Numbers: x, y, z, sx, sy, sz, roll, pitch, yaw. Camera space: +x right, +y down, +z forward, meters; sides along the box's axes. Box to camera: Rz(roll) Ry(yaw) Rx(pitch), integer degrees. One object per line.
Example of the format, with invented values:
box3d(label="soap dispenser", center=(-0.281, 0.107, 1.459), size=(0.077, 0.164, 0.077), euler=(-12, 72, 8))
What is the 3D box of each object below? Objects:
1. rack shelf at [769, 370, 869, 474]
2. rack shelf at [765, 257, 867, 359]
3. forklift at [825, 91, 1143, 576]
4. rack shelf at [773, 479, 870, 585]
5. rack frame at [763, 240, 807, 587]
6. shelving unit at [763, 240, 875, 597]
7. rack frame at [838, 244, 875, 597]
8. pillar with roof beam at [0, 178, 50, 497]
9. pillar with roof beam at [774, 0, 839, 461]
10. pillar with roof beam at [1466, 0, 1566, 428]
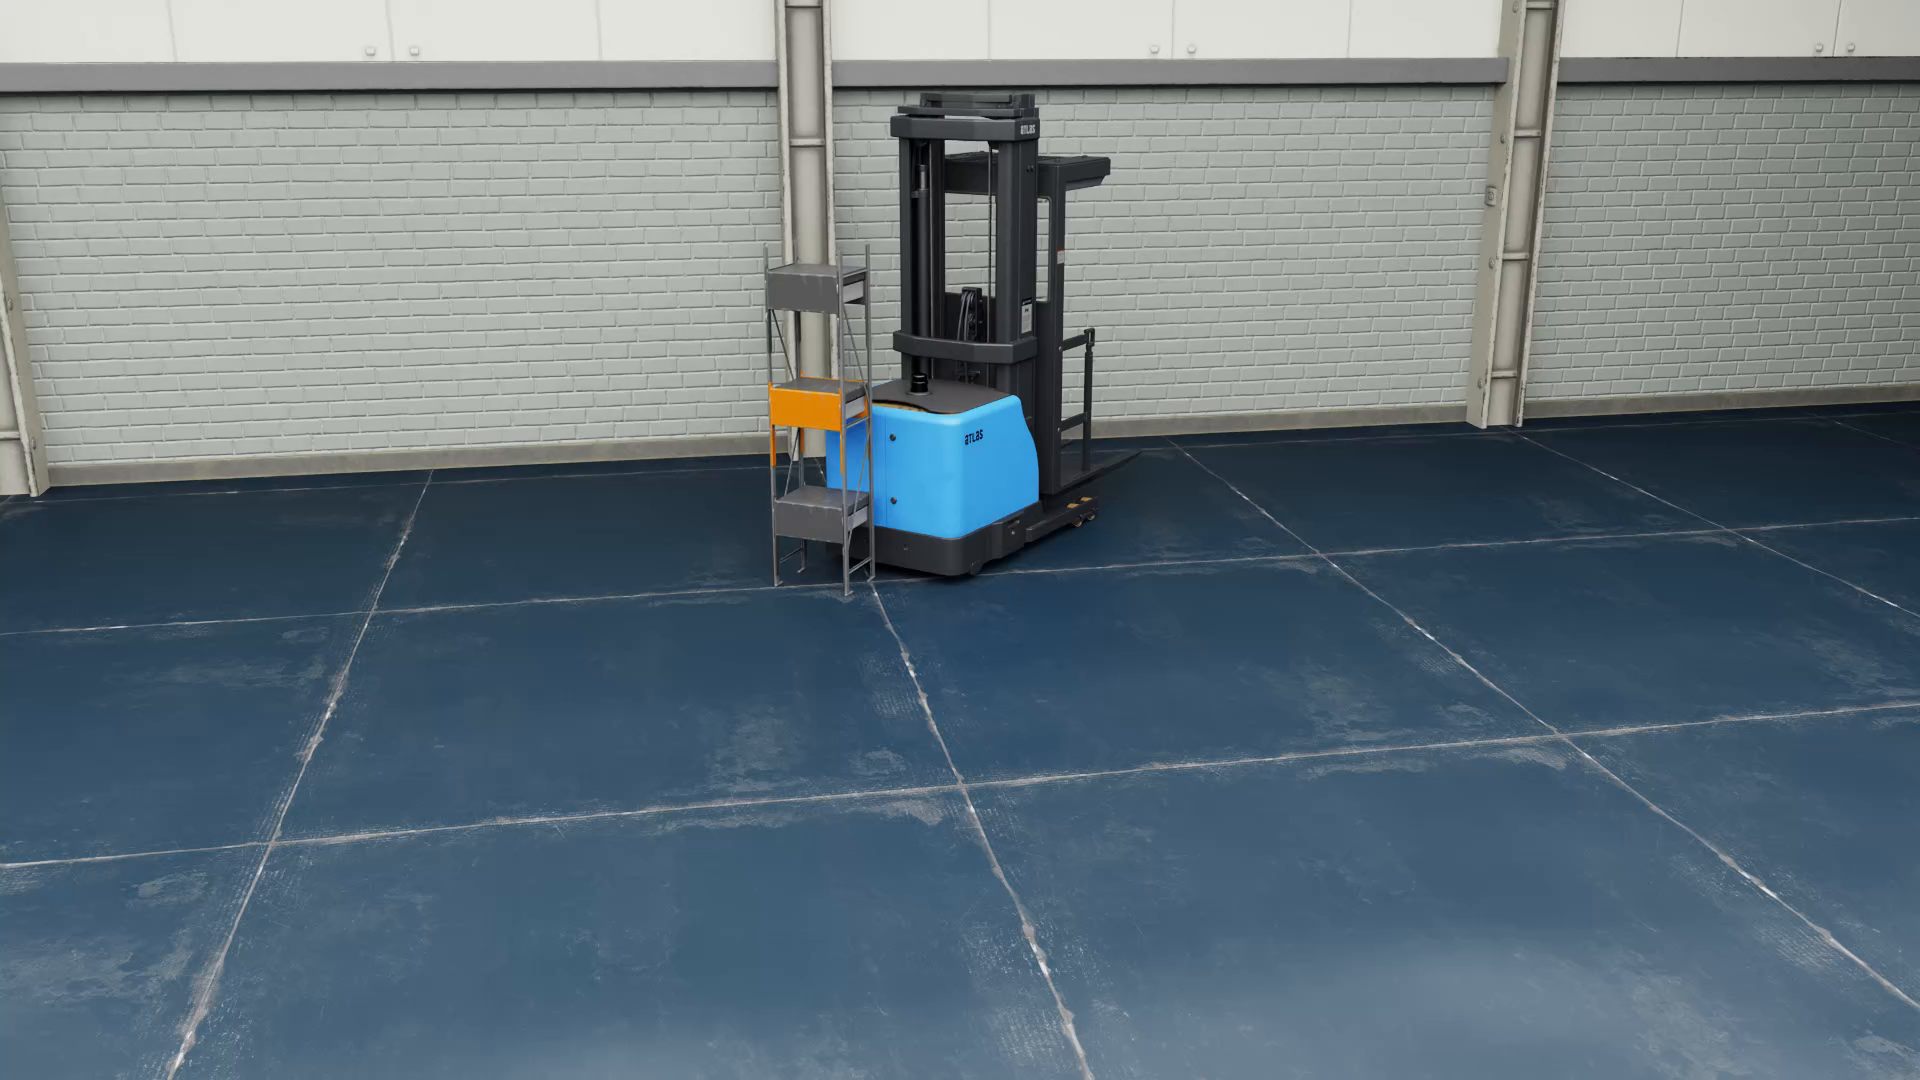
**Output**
box3d(label="rack shelf", center=(-0.846, -0.724, 10.140), size=(0.480, 0.518, 0.431), euler=(7, 18, 22))
box3d(label="rack shelf", center=(-0.846, -1.394, 9.935), size=(0.480, 0.518, 0.431), euler=(7, 18, 22))
box3d(label="forklift", center=(0.328, -1.556, 11.387), size=(1.130, 2.935, 3.031), euler=(10, 20, 30))
box3d(label="rack shelf", center=(-0.847, -0.055, 10.346), size=(0.480, 0.518, 0.431), euler=(7, 18, 22))
box3d(label="rack frame", center=(-1.072, -0.765, 10.226), size=(0.015, 2.100, 0.400), euler=(7, 18, 22))
box3d(label="shelving unit", center=(-0.846, -0.737, 10.136), size=(0.503, 2.100, 0.431), euler=(7, 18, 22))
box3d(label="rack frame", center=(-0.621, -0.710, 10.047), size=(0.015, 2.100, 0.400), euler=(7, 18, 22))
box3d(label="pillar with roof beam", center=(-6.266, -3.420, 7.121), size=(0.400, 9.000, 9.100), euler=(-3, 17, -10))
box3d(label="pillar with roof beam", center=(-0.375, -3.754, 8.209), size=(0.400, 9.000, 9.100), euler=(-3, 17, -10))
box3d(label="pillar with roof beam", center=(5.516, -4.089, 9.297), size=(0.400, 9.000, 9.100), euler=(-3, 17, -10))
